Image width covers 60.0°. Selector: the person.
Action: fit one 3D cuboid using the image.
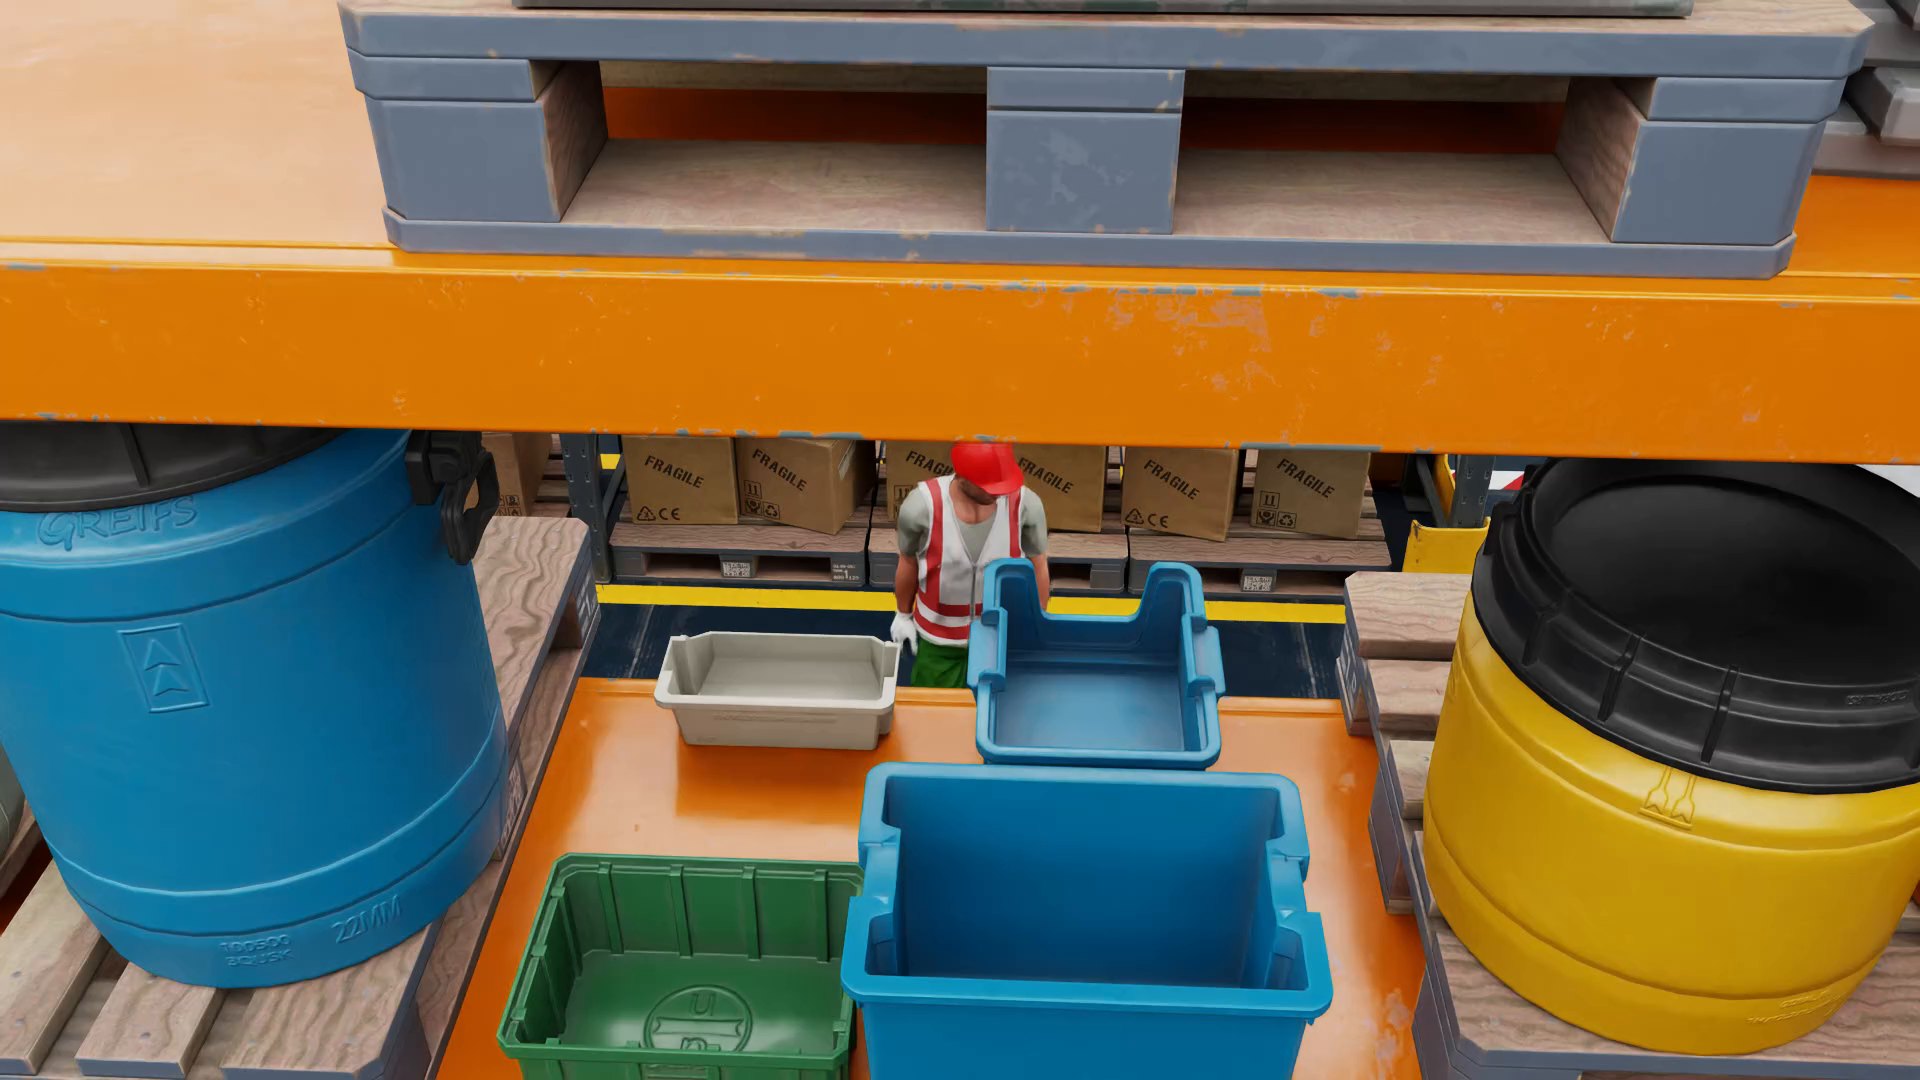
[{"bbox_3d":[0.049,0.403,6.090,0.592,1.864,0.449,-3,36,-5],"label":"person"}]
